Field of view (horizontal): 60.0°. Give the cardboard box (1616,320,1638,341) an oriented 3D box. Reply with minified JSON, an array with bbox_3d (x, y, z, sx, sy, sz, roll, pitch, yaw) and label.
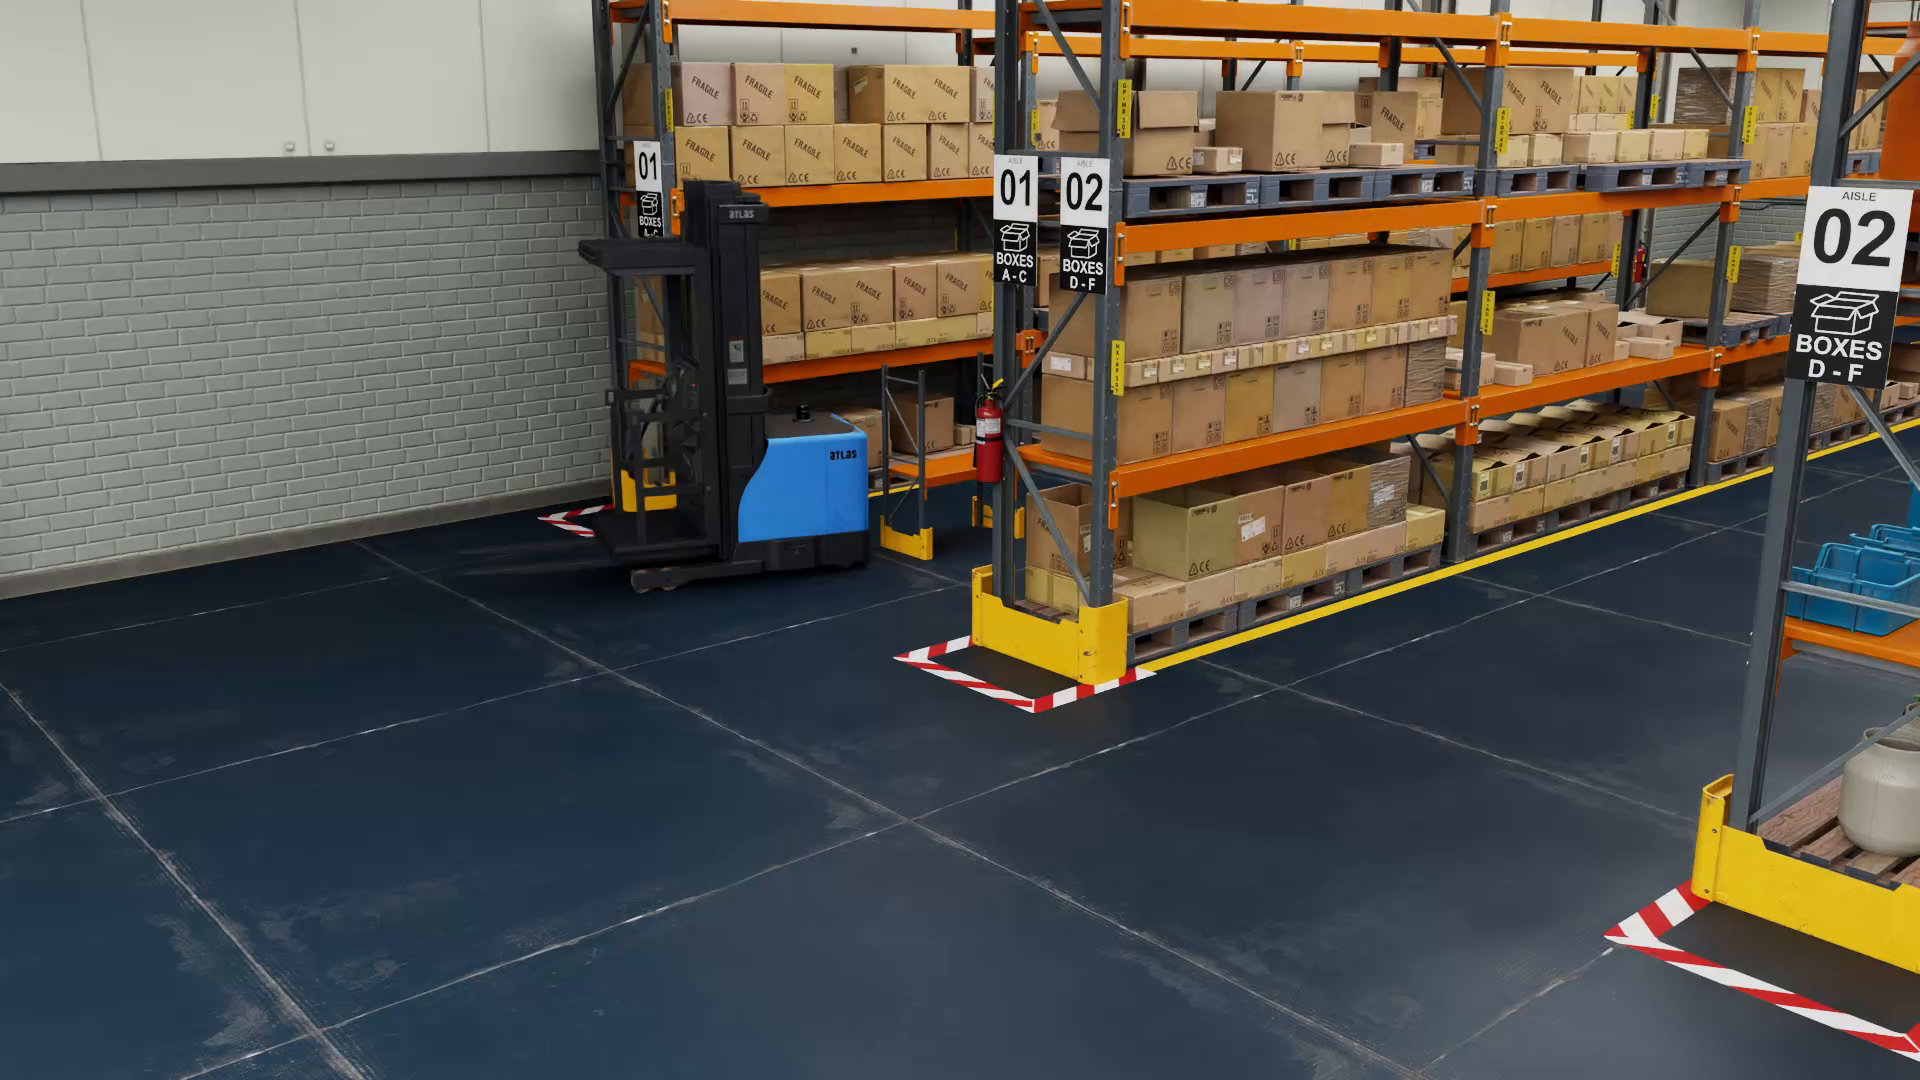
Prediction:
[{"bbox_3d":[5.819,-1.883,15.158,0.500,0.311,0.500,-13,20,-40],"label":"cardboard box"}]

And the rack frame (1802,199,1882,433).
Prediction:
[{"bbox_3d":[9.638,-2.717,18.110,0.127,3.000,1.000,-13,19,-39],"label":"rack frame"}]

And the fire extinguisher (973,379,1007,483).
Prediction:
[{"bbox_3d":[0.191,-0.717,10.773,0.183,0.674,0.296,-13,19,-39],"label":"fire extinguisher"}]

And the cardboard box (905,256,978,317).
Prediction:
[{"bbox_3d":[-0.178,-2.399,15.718,0.500,0.500,0.500,-13,20,-40],"label":"cardboard box"}]

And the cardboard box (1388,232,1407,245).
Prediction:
[{"bbox_3d":[5.064,-3.498,20.224,0.500,0.500,0.500,-12,19,-38],"label":"cardboard box"}]

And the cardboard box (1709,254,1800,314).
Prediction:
[{"bbox_3d":[7.837,-2.537,16.428,0.500,0.500,0.700,-9,17,-29],"label":"cardboard box"}]

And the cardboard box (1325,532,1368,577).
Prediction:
[{"bbox_3d":[2.645,0.055,12.246,0.500,0.250,0.500,-13,19,-39],"label":"cardboard box"}]

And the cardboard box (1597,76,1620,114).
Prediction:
[{"bbox_3d":[8.643,-6.089,22.751,0.500,0.500,0.500,-12,19,-38],"label":"cardboard box"}]

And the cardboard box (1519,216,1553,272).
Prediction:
[{"bbox_3d":[7.358,-4.037,22.470,0.700,0.700,0.980,-13,20,-41],"label":"cardboard box"}]

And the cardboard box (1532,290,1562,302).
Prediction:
[{"bbox_3d":[8.331,-3.461,23.667,0.250,0.149,0.380,-12,19,-39],"label":"cardboard box"}]

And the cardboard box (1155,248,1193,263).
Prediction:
[{"bbox_3d":[2.093,-2.967,18.000,0.500,0.500,0.700,-13,19,-39],"label":"cardboard box"}]

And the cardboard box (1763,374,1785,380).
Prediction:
[{"bbox_3d":[8.336,-1.512,17.589,0.500,0.500,0.500,-12,19,-39],"label":"cardboard box"}]

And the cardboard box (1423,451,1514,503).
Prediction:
[{"bbox_3d":[4.078,-0.529,13.345,0.500,0.311,0.500,-13,19,-39],"label":"cardboard box"}]

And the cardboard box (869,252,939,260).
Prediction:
[{"bbox_3d":[-0.536,-2.499,16.093,0.500,0.500,0.500,-13,20,-40],"label":"cardboard box"}]

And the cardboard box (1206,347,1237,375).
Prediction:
[{"bbox_3d":[1.601,-1.200,10.980,0.250,0.149,0.380,-13,20,-40],"label":"cardboard box"}]

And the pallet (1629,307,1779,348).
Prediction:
[{"bbox_3d":[7.086,-2.075,16.079,1.003,0.211,1.213,-13,19,-39],"label":"pallet"}]

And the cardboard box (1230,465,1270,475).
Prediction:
[{"bbox_3d":[1.917,-0.327,12.221,0.500,0.500,0.500,-13,19,-39],"label":"cardboard box"}]

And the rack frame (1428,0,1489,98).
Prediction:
[{"bbox_3d":[6.383,-6.579,20.944,0.127,3.000,1.000,-13,19,-39],"label":"rack frame"}]

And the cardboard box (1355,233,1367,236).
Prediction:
[{"bbox_3d":[4.657,-3.771,19.792,0.500,0.250,0.500,-12,19,-39],"label":"cardboard box"}]

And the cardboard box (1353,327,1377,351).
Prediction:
[{"bbox_3d":[2.770,-1.464,11.967,0.250,0.149,0.380,-13,20,-40],"label":"cardboard box"}]

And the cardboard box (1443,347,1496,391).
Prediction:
[{"bbox_3d":[3.946,-1.381,13.400,0.500,0.250,0.500,-11,19,-36],"label":"cardboard box"}]

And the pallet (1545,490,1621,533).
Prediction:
[{"bbox_3d":[5.054,-0.355,14.669,1.213,0.211,1.003,-13,19,-39],"label":"pallet"}]

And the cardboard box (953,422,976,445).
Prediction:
[{"bbox_3d":[-0.036,-1.073,16.592,0.380,0.166,0.250,13,20,40],"label":"cardboard box"}]

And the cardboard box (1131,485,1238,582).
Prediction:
[{"bbox_3d":[1.512,-0.054,11.200,0.500,0.500,0.500,-13,19,-39],"label":"cardboard box"}]

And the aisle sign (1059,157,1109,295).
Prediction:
[{"bbox_3d":[0.737,-1.870,9.899,0.004,0.787,0.394,-13,19,-39],"label":"aisle sign"}]

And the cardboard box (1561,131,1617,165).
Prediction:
[{"bbox_3d":[5.085,-3.254,13.782,0.500,0.250,0.500,14,20,42],"label":"cardboard box"}]

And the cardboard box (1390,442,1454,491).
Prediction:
[{"bbox_3d":[3.720,-0.632,13.730,0.500,0.311,0.500,-13,19,-39],"label":"cardboard box"}]

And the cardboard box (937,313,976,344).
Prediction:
[{"bbox_3d":[-0.191,-2.041,15.830,0.500,0.250,0.500,-13,19,-39],"label":"cardboard box"}]

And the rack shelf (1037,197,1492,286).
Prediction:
[{"bbox_3d":[2.094,-2.125,11.473,4.000,0.370,1.077,-13,19,-39],"label":"rack shelf"}]

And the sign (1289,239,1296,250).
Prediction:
[{"bbox_3d":[3.729,-3.420,18.652,0.005,0.325,0.100,-13,19,-39],"label":"sign"}]

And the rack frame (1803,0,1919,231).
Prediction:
[{"bbox_3d":[3.834,-2.618,6.113,0.127,3.000,1.000,-13,19,-39],"label":"rack frame"}]

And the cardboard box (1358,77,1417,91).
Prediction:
[{"bbox_3d":[5.227,-5.533,20.341,0.500,0.250,0.500,-13,20,-41],"label":"cardboard box"}]

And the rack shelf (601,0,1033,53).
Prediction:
[{"bbox_3d":[-1.160,-4.536,14.695,4.000,0.370,1.077,-13,19,-39],"label":"rack shelf"}]

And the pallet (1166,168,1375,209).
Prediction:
[{"bbox_3d":[2.057,-2.413,11.331,1.213,0.211,1.003,-13,19,-39],"label":"pallet"}]

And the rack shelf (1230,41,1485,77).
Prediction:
[{"bbox_3d":[4.875,-5.700,19.820,4.000,0.370,1.077,-13,19,-39],"label":"rack shelf"}]

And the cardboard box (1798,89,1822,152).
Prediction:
[{"bbox_3d":[8.205,-4.168,16.529,0.600,0.600,0.600,-14,20,-41],"label":"cardboard box"}]

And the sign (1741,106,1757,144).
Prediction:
[{"bbox_3d":[6.979,-3.667,14.699,0.005,0.325,0.100,-13,19,-39],"label":"sign"}]

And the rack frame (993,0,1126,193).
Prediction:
[{"bbox_3d":[0.585,-3.583,9.725,0.127,3.000,1.000,-13,19,-39],"label":"rack frame"}]

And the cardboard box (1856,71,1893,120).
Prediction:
[{"bbox_3d":[9.980,-4.788,17.917,0.500,0.500,0.700,-13,19,-39],"label":"cardboard box"}]

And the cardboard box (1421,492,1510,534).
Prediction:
[{"bbox_3d":[4.070,-0.256,13.412,0.500,0.250,0.500,-13,20,-41],"label":"cardboard box"}]

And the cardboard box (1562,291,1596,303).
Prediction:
[{"bbox_3d":[8.769,-3.428,23.546,0.250,0.149,0.380,-12,19,-38],"label":"cardboard box"}]

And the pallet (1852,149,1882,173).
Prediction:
[{"bbox_3d":[9.100,-3.979,17.385,1.003,0.211,1.213,-13,19,-39],"label":"pallet"}]

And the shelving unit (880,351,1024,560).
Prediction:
[{"bbox_3d":[-0.058,-0.712,13.508,1.083,1.500,0.587,-13,19,-39],"label":"shelving unit"}]

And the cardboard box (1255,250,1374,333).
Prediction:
[{"bbox_3d":[2.514,-1.790,11.931,0.500,0.500,0.700,-13,20,-39],"label":"cardboard box"}]

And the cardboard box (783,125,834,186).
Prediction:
[{"bbox_3d":[-1.435,-3.336,14.381,0.500,0.500,0.500,-12,19,-37],"label":"cardboard box"}]

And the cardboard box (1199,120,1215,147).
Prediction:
[{"bbox_3d":[1.700,-2.702,11.327,0.500,0.311,0.500,-10,18,-33],"label":"cardboard box"}]

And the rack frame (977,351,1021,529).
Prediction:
[{"bbox_3d":[0.319,-0.796,13.825,0.032,1.500,0.500,-13,19,-39],"label":"rack frame"}]

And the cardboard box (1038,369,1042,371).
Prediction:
[{"bbox_3d":[1.250,-1.556,17.753,0.500,0.500,0.700,-13,20,-40],"label":"cardboard box"}]

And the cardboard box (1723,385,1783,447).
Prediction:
[{"bbox_3d":[7.924,-1.240,16.570,0.500,0.500,0.500,-13,20,-40],"label":"cardboard box"}]

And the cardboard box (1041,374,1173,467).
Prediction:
[{"bbox_3d":[0.946,-0.809,10.773,0.500,0.500,0.700,-13,19,-39],"label":"cardboard box"}]

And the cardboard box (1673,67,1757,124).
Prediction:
[{"bbox_3d":[6.954,-4.093,15.316,0.500,0.500,0.500,-13,19,-39],"label":"cardboard box"}]

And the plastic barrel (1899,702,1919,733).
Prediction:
[{"bbox_3d":[4.659,1.068,7.945,0.421,0.512,0.421,0,15,0],"label":"plastic barrel"}]

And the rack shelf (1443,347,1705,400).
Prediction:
[{"bbox_3d":[5.112,-1.448,14.372,3.809,0.124,0.919,-13,19,-39],"label":"rack shelf"}]

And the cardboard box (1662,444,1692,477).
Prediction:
[{"bbox_3d":[6.384,-0.777,15.362,0.500,0.250,0.500,-12,19,-38],"label":"cardboard box"}]

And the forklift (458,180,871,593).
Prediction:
[{"bbox_3d":[-2.264,-1.179,12.483,3.031,2.935,1.130,-6,16,-20],"label":"forklift"}]

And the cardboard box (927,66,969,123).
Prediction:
[{"bbox_3d":[-0.260,-4.083,15.240,0.500,0.500,0.500,-11,19,-36],"label":"cardboard box"}]
